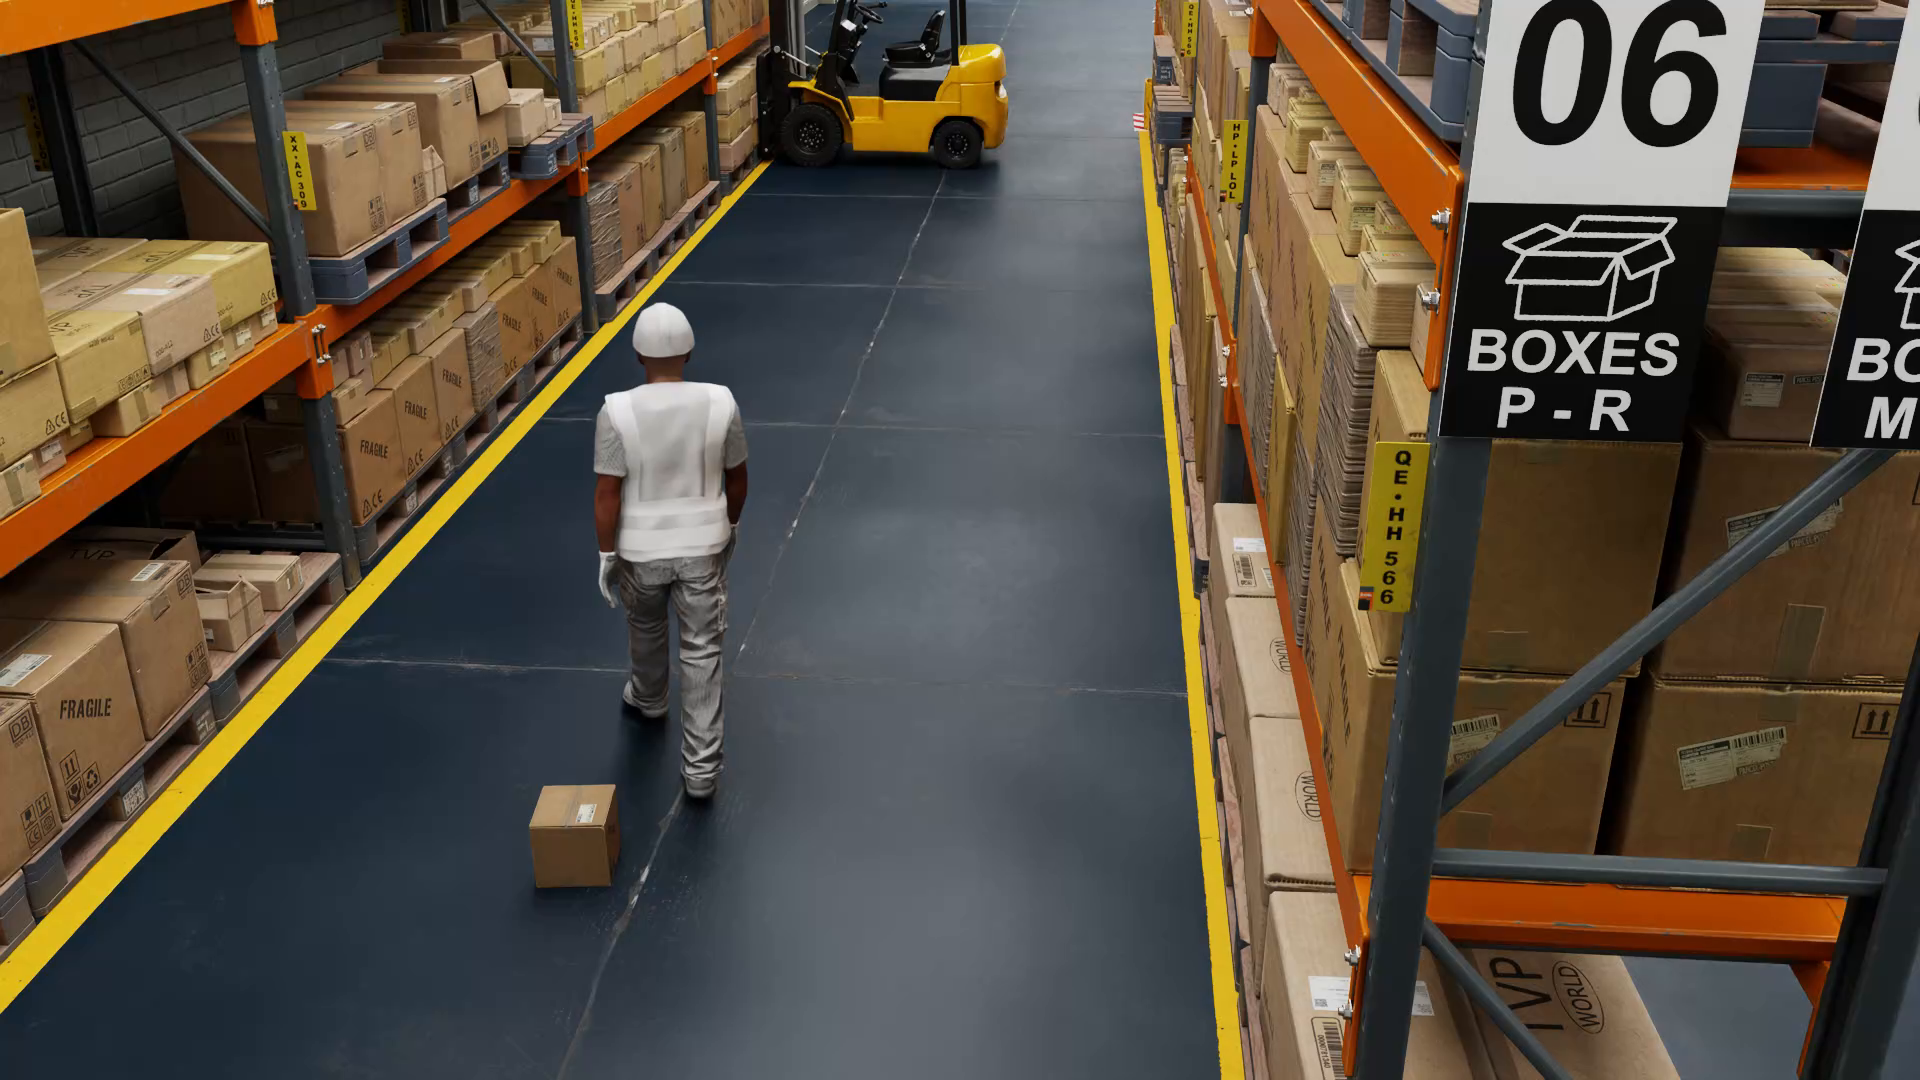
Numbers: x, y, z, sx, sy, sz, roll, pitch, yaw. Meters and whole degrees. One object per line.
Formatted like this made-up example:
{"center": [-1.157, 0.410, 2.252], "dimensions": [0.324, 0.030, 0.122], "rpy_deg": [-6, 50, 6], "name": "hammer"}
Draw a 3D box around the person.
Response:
{"center": [-1.045, -0.019, 6.095], "dimensions": [0.567, 1.736, 0.915], "rpy_deg": [-5, 25, -11], "name": "person"}
